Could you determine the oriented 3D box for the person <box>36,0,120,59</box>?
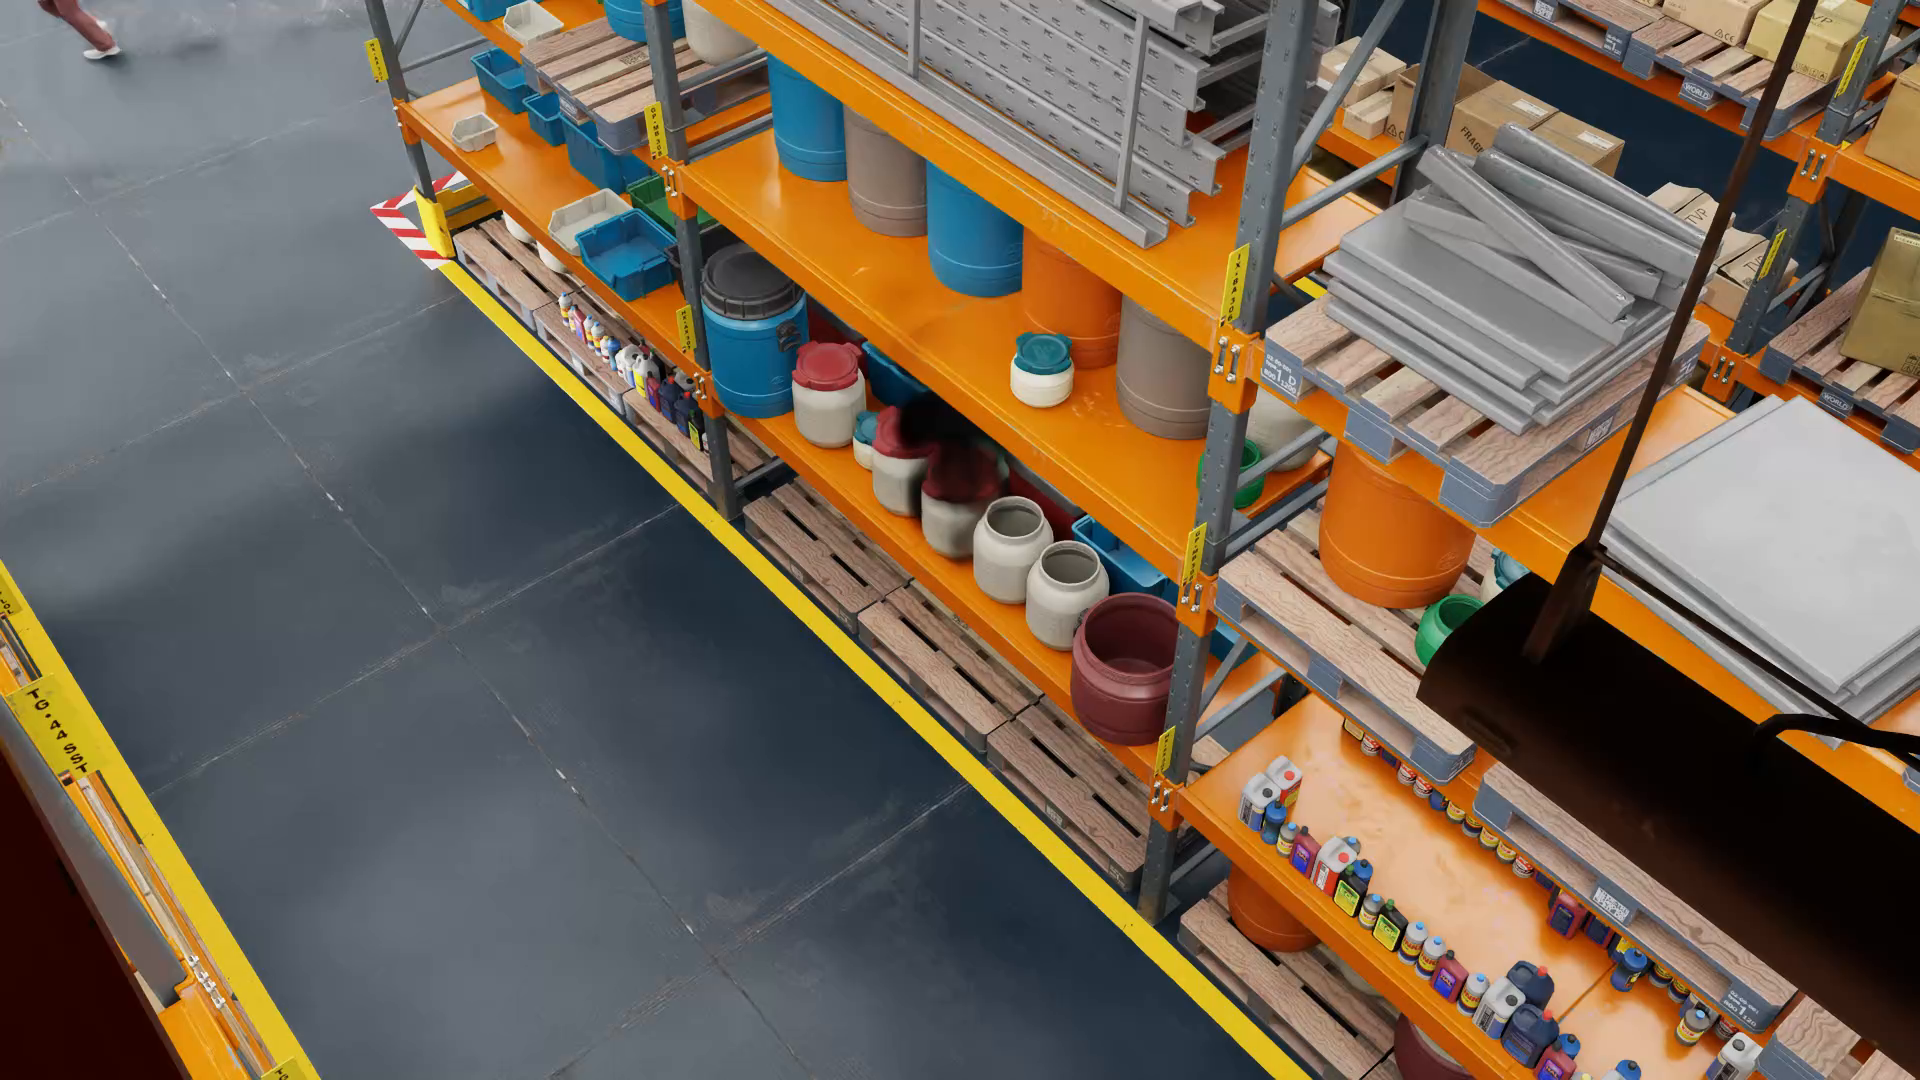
[{"bbox_3d":[-7.936,-4.957,14.551,0.564,1.641,0.587,-12,48,-11],"label":"person"}]
